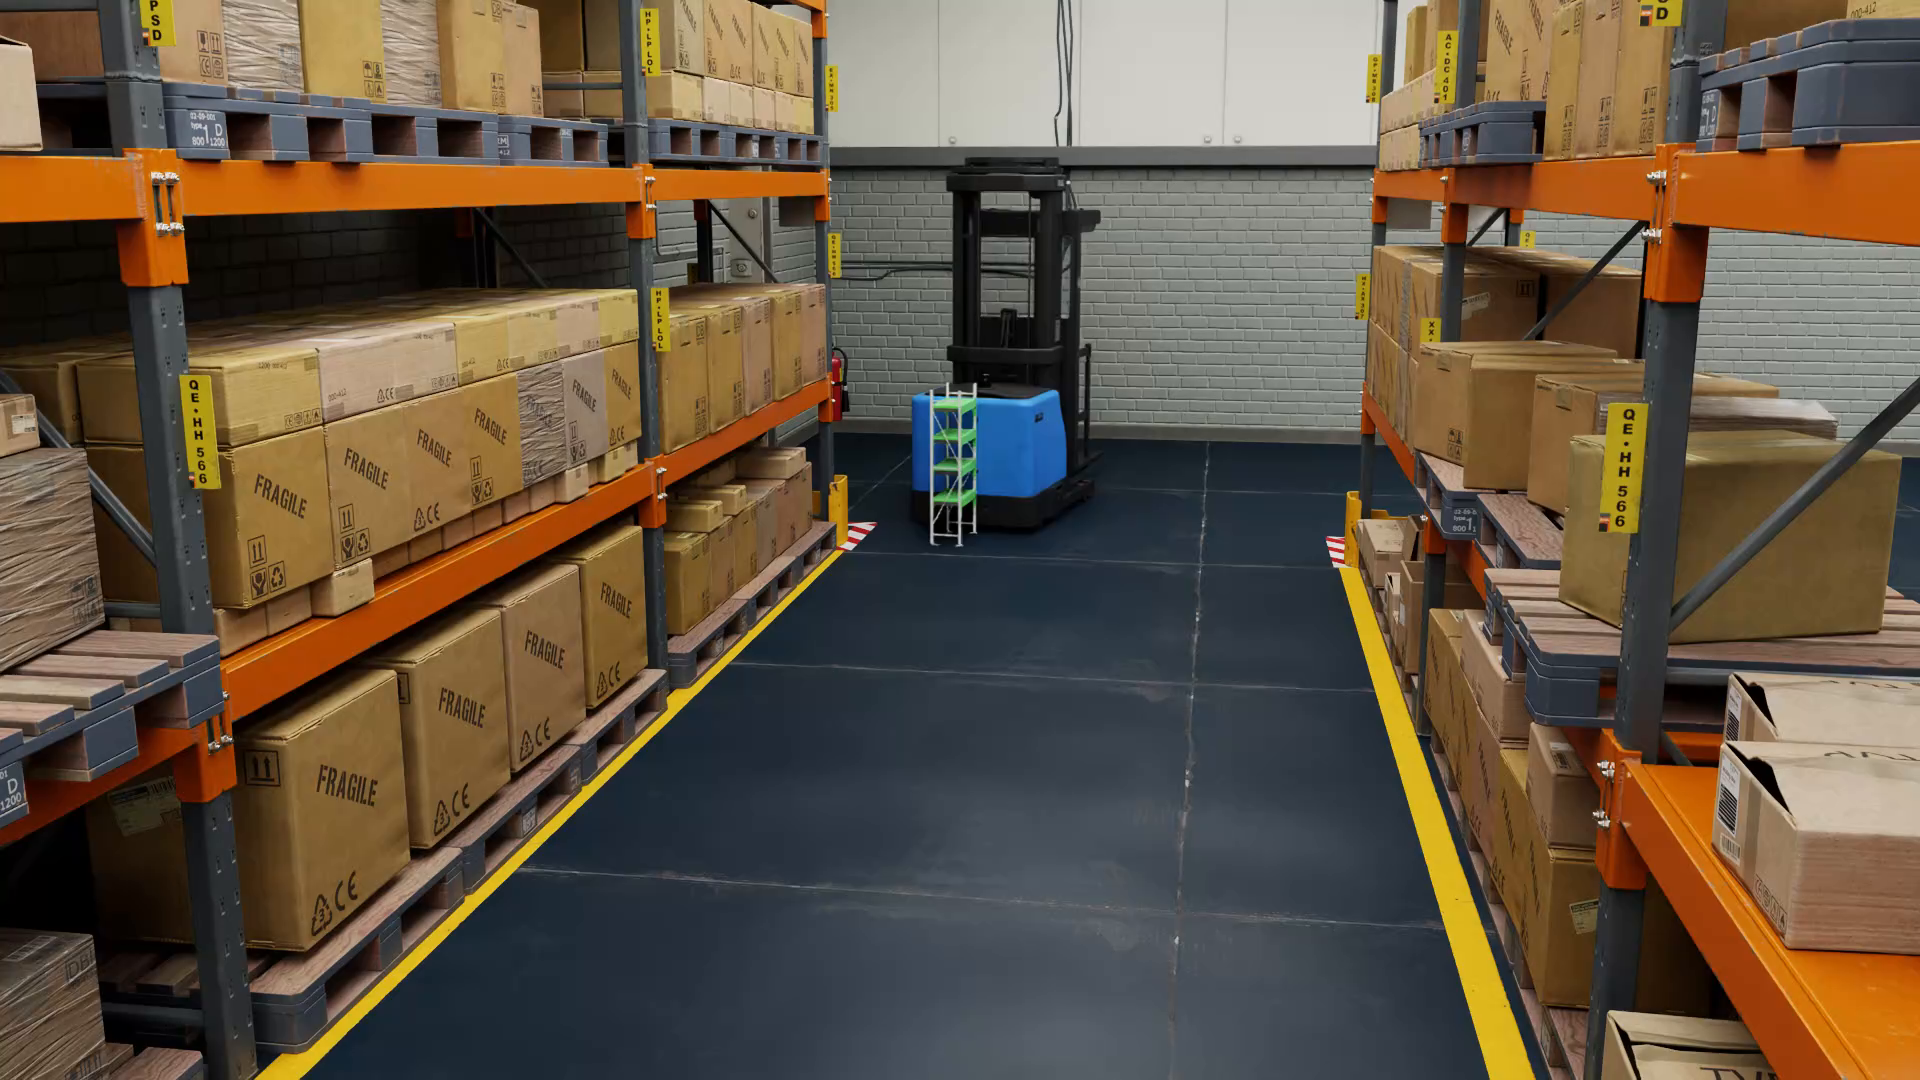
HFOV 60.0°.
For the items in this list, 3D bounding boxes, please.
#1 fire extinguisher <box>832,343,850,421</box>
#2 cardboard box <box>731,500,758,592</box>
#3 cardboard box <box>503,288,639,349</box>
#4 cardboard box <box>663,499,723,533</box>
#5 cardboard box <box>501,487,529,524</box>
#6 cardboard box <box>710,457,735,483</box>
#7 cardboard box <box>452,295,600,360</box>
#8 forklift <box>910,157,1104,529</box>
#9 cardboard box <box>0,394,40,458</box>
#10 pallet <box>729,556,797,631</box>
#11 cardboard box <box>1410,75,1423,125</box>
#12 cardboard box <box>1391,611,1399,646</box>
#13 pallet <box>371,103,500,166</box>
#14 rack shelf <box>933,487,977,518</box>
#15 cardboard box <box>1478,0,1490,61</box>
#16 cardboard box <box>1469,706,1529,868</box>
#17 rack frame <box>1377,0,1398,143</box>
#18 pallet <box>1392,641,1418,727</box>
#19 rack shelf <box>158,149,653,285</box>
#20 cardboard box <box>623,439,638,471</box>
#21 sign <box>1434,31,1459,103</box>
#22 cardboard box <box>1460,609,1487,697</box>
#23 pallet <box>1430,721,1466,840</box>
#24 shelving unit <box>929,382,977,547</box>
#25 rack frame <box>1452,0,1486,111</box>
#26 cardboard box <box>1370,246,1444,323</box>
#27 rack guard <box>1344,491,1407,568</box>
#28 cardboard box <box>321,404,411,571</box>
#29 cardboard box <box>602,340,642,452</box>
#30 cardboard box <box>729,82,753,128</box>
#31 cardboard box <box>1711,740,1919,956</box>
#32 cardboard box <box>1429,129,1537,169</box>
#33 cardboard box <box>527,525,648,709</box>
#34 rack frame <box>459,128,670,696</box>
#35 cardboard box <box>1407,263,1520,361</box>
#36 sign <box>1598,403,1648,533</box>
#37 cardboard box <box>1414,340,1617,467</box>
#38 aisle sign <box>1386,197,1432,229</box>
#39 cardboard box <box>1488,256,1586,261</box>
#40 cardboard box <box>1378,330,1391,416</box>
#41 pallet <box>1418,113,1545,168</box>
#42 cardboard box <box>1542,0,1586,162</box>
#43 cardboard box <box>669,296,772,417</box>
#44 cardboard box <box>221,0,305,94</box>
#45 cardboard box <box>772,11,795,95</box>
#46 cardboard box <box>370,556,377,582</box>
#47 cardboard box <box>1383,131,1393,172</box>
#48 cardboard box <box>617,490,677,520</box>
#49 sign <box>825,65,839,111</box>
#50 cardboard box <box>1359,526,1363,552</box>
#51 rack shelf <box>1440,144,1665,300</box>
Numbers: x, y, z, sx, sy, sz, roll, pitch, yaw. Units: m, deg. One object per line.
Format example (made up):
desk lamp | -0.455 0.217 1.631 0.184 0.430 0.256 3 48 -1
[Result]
fire extinguisher | -0.994 -1.256 12.771 0.296 0.674 0.183 2 12 9
cardboard box | -1.711 0.026 10.690 0.700 0.500 0.500 2 12 10
cardboard box | -1.908 -1.092 8.171 0.500 0.250 0.500 2 12 10
cardboard box | -1.639 -0.145 9.945 0.380 0.149 0.250 2 12 11
cardboard box | -2.100 -0.172 7.218 0.380 0.149 0.250 2 12 7
cardboard box | -1.777 -0.486 11.527 0.380 0.149 0.250 2 12 9
cardboard box | -1.996 -0.986 7.679 0.500 0.250 0.500 2 12 10
forklift | 0.562 -1.792 14.352 1.130 2.935 3.031 4 13 19
cardboard box | -2.727 -0.303 4.457 0.380 0.149 0.250 0 12 1
pallet | -1.709 0.326 10.982 1.003 0.211 1.213 2 12 9
cardboard box | 2.772 -2.423 9.165 0.500 0.250 0.500 2 12 9
cardboard box | 2.612 0.503 9.261 0.380 0.149 0.250 2 12 9
pallet | -2.488 -1.537 6.334 1.003 0.211 1.213 2 12 11
rack shelf | -0.049 -0.294 12.952 0.258 0.148 0.480 3 13 14
cardboard box | 2.844 -2.574 8.086 0.700 0.500 0.500 2 12 9
cardboard box | 2.258 0.953 6.342 0.500 0.500 0.500 1 12 7
rack frame | 3.422 -4.233 11.274 1.000 3.000 0.127 2 12 9
pallet | 2.913 0.753 9.000 1.003 0.211 1.213 2 12 9
rack shelf | -2.396 -1.326 6.612 1.077 0.370 4.000 2 12 9
cardboard box | -1.861 -0.435 8.439 0.380 0.149 0.250 2 12 9
sign | 2.269 -2.203 7.746 0.100 0.325 0.005 2 12 9
cardboard box | 2.338 0.474 6.784 0.500 0.250 0.500 2 12 9
pallet | 2.719 1.066 7.545 1.003 0.211 1.213 2 12 9
shelving unit | -0.049 -0.591 12.888 0.258 1.200 0.503 3 13 14
rack frame | 2.807 -3.400 7.411 1.000 3.000 0.127 2 12 9
cardboard box | 3.093 -1.754 11.401 0.500 0.500 0.500 2 12 10
rack guard | 3.410 -0.062 12.096 1.175 0.500 0.348 2 12 9
cardboard box | -2.287 -0.200 5.811 0.500 0.500 0.500 2 12 11
cardboard box | -1.911 -0.727 8.256 0.500 0.500 0.500 2 12 8
cardboard box | -1.558 -2.622 10.043 0.500 0.250 0.500 2 12 7
cardboard box | 1.862 0.589 3.353 0.500 0.311 0.500 2 12 8
cardboard box | 2.619 -1.970 8.252 0.500 0.250 0.500 2 12 9
cardboard box | -2.060 0.358 8.319 0.750 0.750 0.750 2 12 9
rack frame | -2.089 -0.627 8.784 1.000 3.000 0.127 2 12 9
cardboard box | 2.705 -1.226 8.949 0.500 0.500 0.500 2 12 8
sign | 1.654 -0.178 4.138 0.100 0.325 0.005 2 12 9
cardboard box | 2.513 -0.630 7.564 0.700 0.500 0.500 -2 12 -10
aisle sign | 3.142 -2.595 11.742 0.394 0.787 0.004 2 12 9
cardboard box | 3.394 -1.416 9.833 0.500 0.500 0.500 2 12 10
cardboard box | 2.939 -1.053 10.523 0.500 0.500 0.500 2 12 8
pallet | 2.637 -1.708 7.127 1.213 0.211 1.003 2 12 9
cardboard box | 2.384 -1.456 5.274 0.910 0.500 0.500 2 12 9
cardboard box | -1.769 -1.190 10.682 0.980 0.700 0.700 1 12 6
cardboard box | -2.657 -1.740 5.544 0.700 0.500 0.500 1 12 6
cardboard box | -1.404 -3.209 10.984 0.500 0.500 0.500 2 12 10
cardboard box | -2.336 0.096 5.975 0.380 0.149 0.250 2 12 8
cardboard box | 3.002 -2.491 10.667 0.500 0.250 0.500 2 12 9
cardboard box | -1.972 -0.221 10.295 0.380 0.149 0.250 1 12 7
sign | -0.940 -3.300 12.151 0.100 0.325 0.005 2 12 9
cardboard box | 2.979 -0.002 11.564 0.380 0.166 0.250 2 12 9
rack shelf | 2.499 -1.166 5.870 1.077 0.370 4.000 2 12 9
